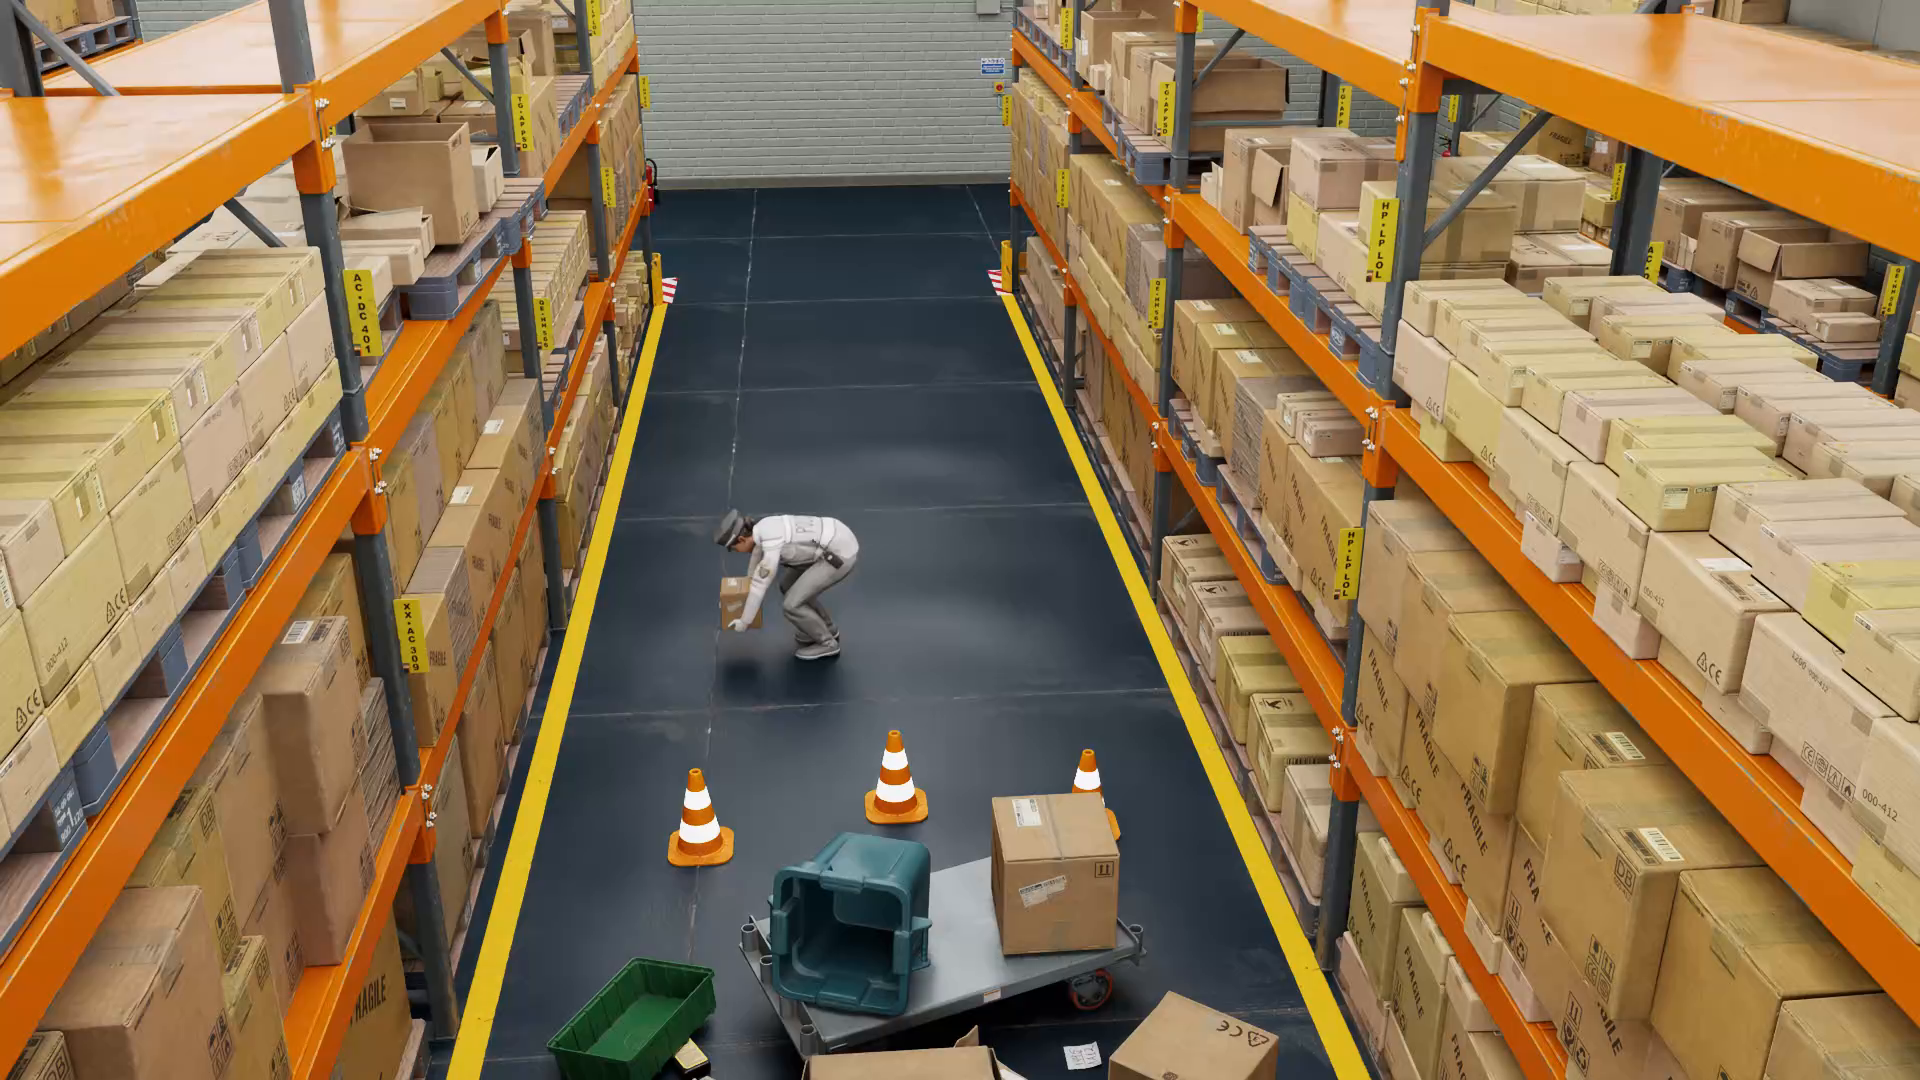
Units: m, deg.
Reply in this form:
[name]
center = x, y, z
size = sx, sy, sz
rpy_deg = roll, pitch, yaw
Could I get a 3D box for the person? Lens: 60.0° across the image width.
[person]
center = -1.097, 0.254, 10.566
size = 0.916, 0.992, 0.466
rpy_deg = -3, 24, -7
